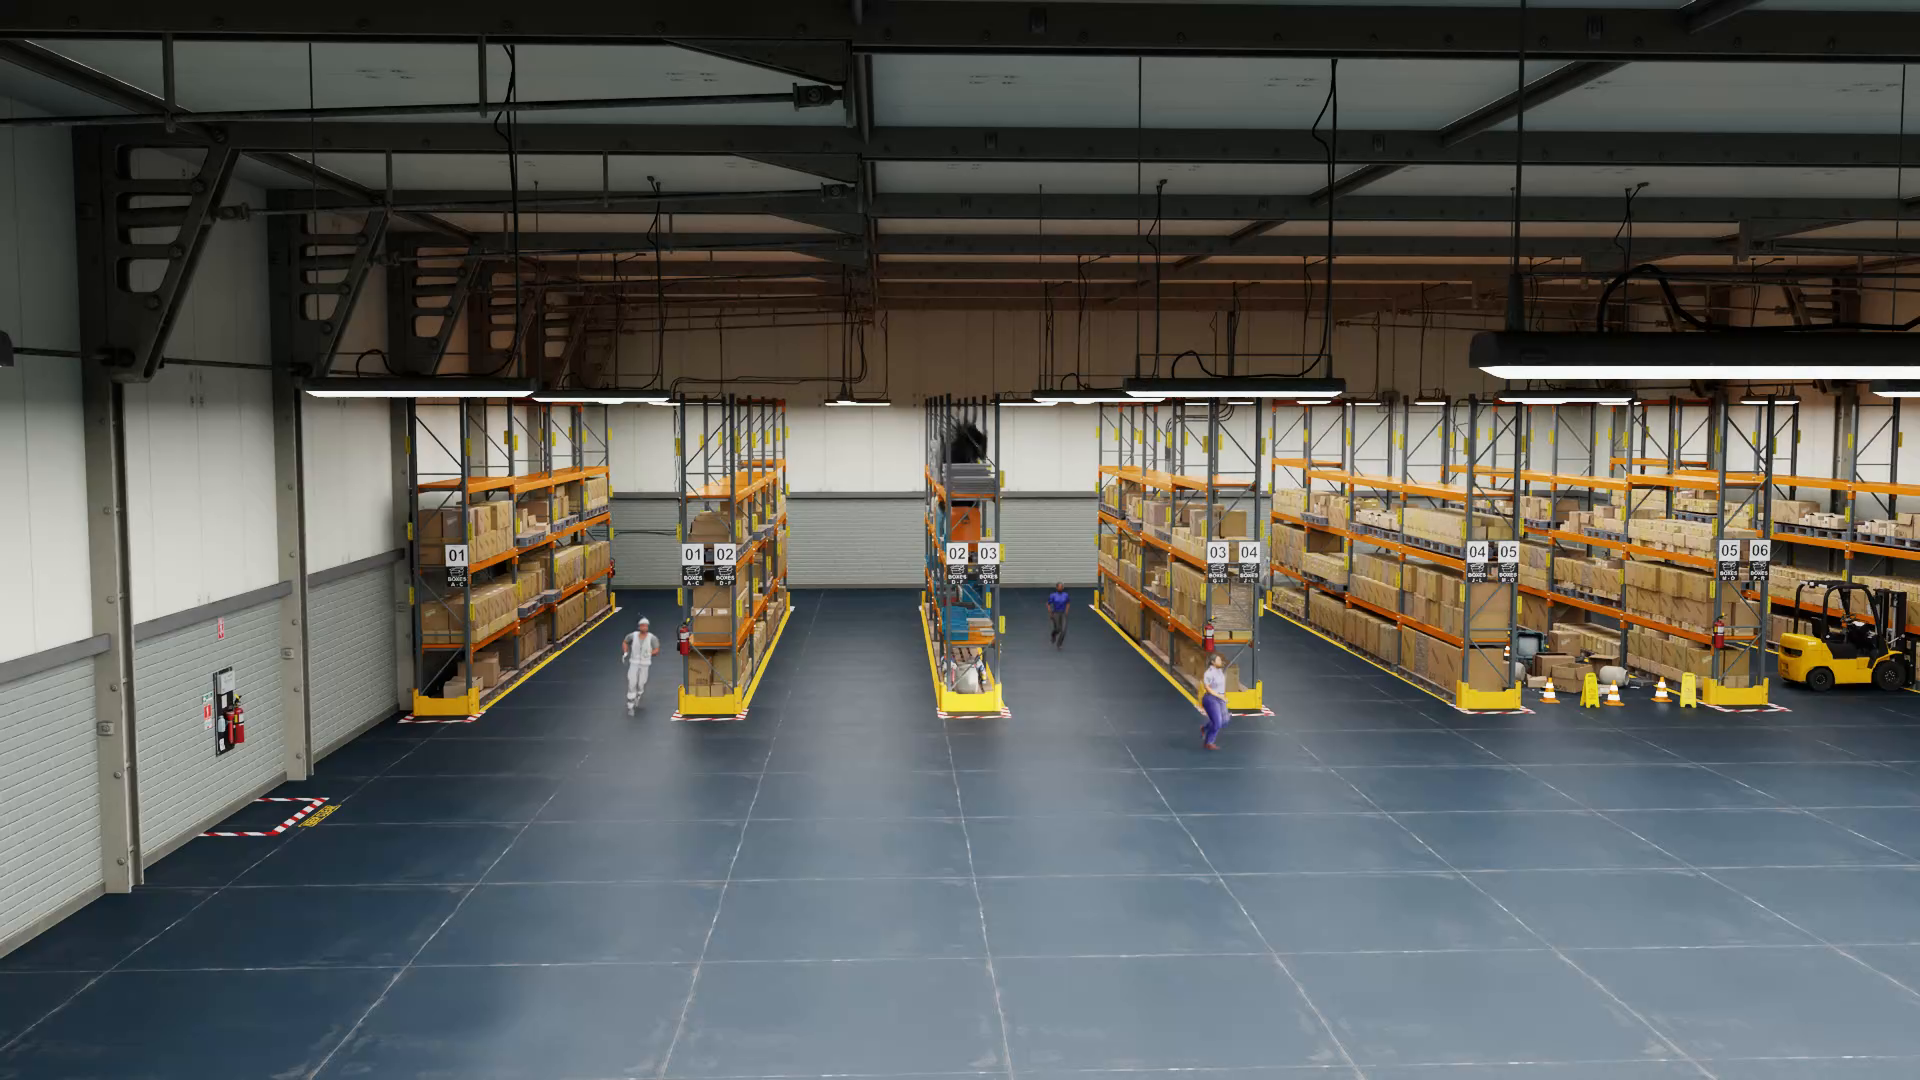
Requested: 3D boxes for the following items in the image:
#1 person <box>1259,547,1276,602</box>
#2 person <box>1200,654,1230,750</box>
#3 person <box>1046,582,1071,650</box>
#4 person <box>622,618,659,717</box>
[{"bbox_3d":[9.060,1.027,48.927,0.566,1.658,0.636,-1,5,-8],"label":"person"},{"bbox_3d":[4.302,2.715,28.031,0.534,1.606,0.640,3,5,31],"label":"person"},{"bbox_3d":[2.365,1.808,39.522,0.575,1.615,0.560,-1,5,-11],"label":"person"},{"bbox_3d":[-6.025,2.366,31.381,0.693,1.796,0.938,-1,5,-12],"label":"person"}]
